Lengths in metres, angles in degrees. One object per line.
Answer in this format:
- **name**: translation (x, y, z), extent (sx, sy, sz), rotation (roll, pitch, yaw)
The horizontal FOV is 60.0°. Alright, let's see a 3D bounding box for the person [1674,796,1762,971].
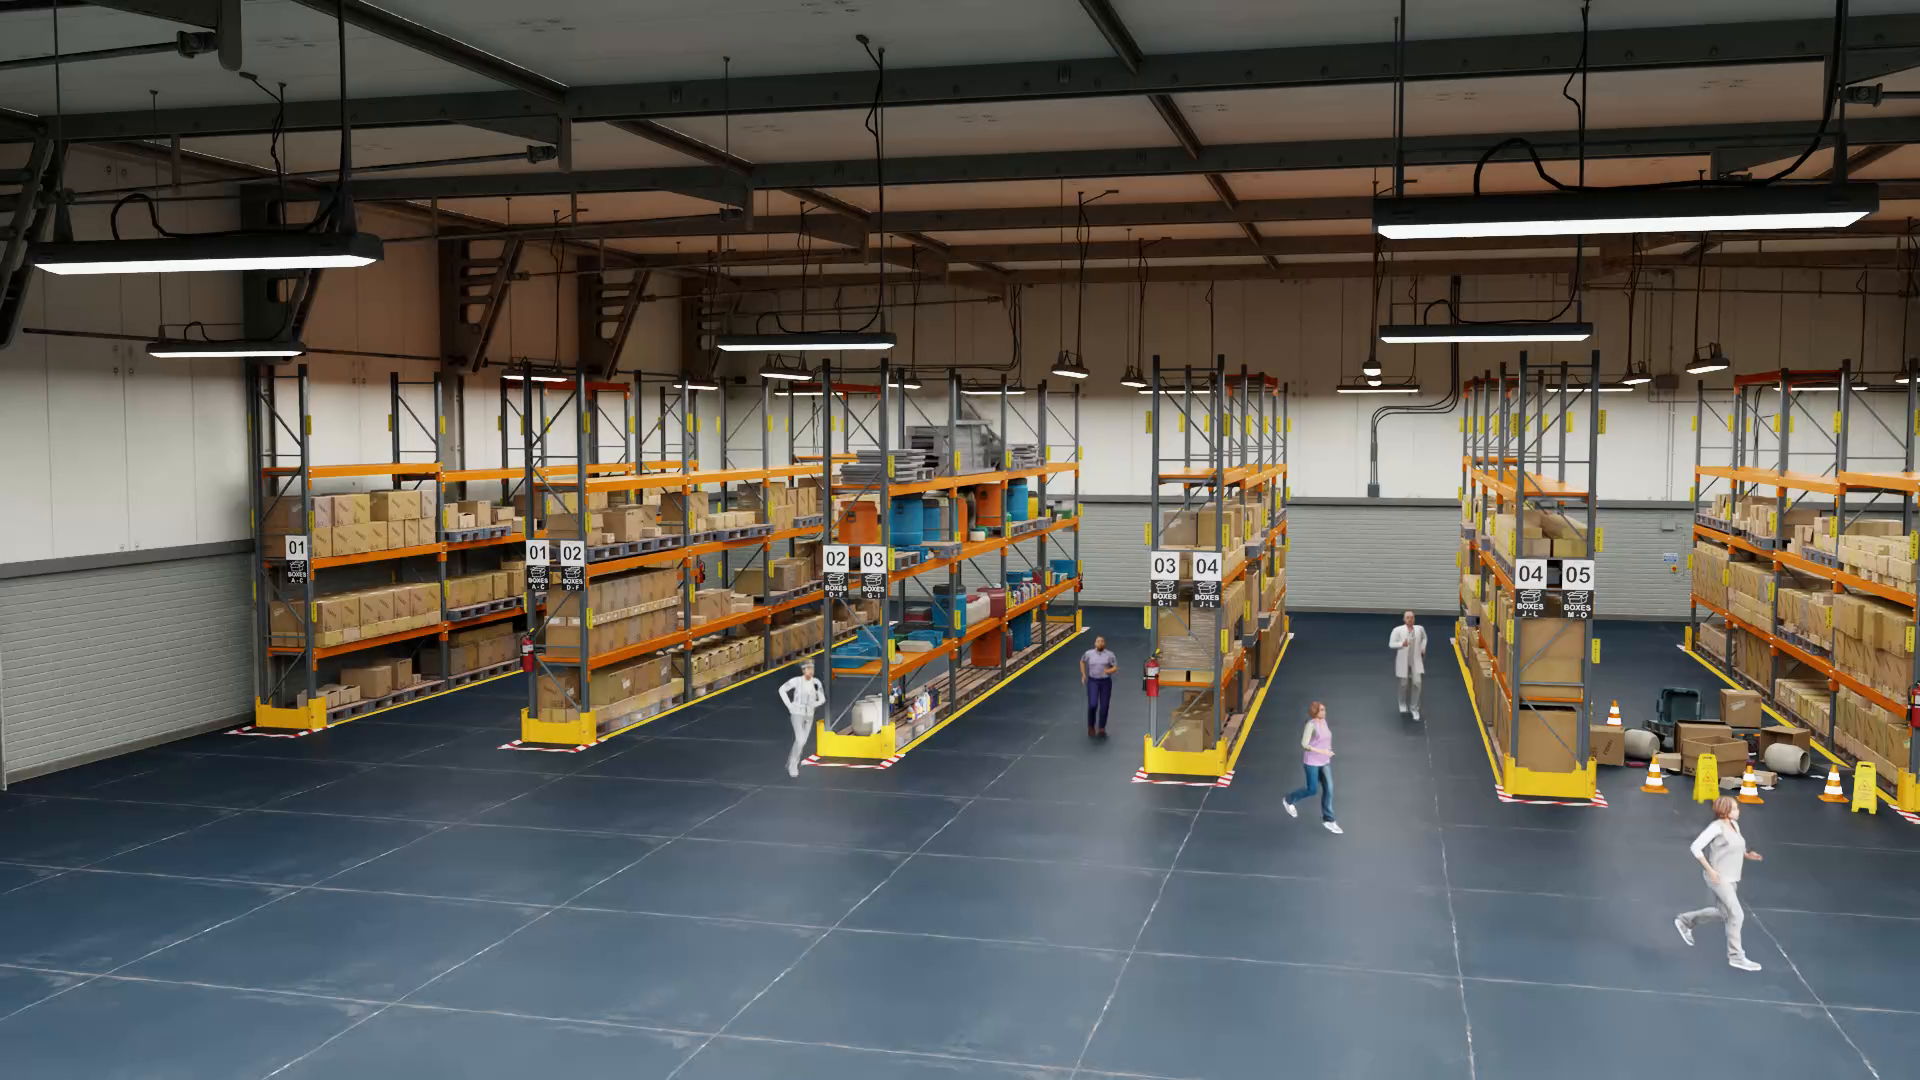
- **person**: translation (7.018, 3.138, 15.407), extent (0.538, 1.575, 0.804), rotation (-4, 5, -44)

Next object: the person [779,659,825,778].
- **person**: translation (-2.246, 2.537, 23.820), extent (0.608, 1.708, 0.622), rotation (-2, 5, -30)

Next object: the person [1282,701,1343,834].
- **person**: translation (4.390, 2.784, 20.625), extent (0.556, 1.608, 0.852), rotation (-4, 5, -43)

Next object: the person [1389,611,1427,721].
- **person**: translation (7.699, 2.135, 28.529), extent (0.685, 1.831, 0.832), rotation (0, 4, 5)

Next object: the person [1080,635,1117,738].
- **person**: translation (2.229, 2.356, 26.661), extent (0.577, 1.648, 0.672), rotation (0, 4, -1)
